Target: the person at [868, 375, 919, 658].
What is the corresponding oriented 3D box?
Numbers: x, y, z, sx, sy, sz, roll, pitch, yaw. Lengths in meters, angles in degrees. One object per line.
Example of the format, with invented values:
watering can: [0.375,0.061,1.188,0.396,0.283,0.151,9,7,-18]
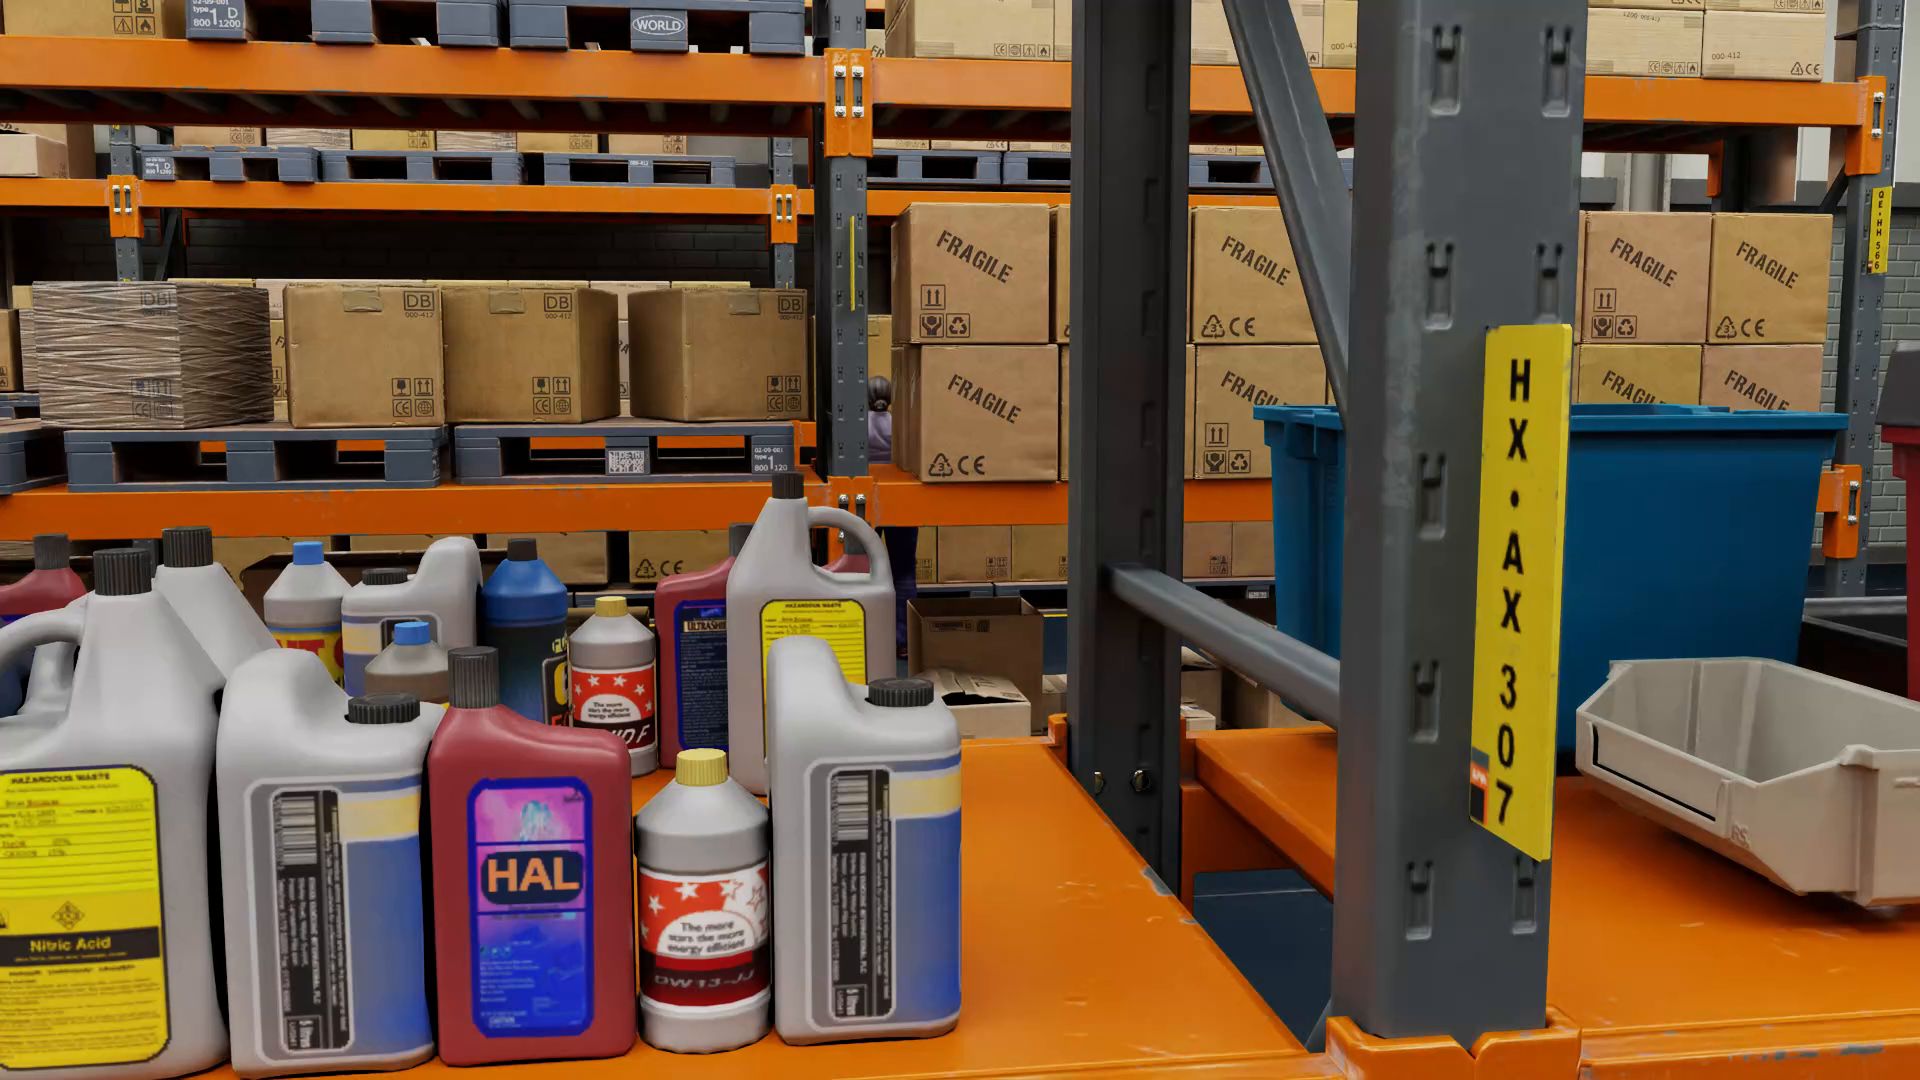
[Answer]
person: [-0.471,-0.137,9.637,0.452,1.634,0.522,-1,7,-9]
